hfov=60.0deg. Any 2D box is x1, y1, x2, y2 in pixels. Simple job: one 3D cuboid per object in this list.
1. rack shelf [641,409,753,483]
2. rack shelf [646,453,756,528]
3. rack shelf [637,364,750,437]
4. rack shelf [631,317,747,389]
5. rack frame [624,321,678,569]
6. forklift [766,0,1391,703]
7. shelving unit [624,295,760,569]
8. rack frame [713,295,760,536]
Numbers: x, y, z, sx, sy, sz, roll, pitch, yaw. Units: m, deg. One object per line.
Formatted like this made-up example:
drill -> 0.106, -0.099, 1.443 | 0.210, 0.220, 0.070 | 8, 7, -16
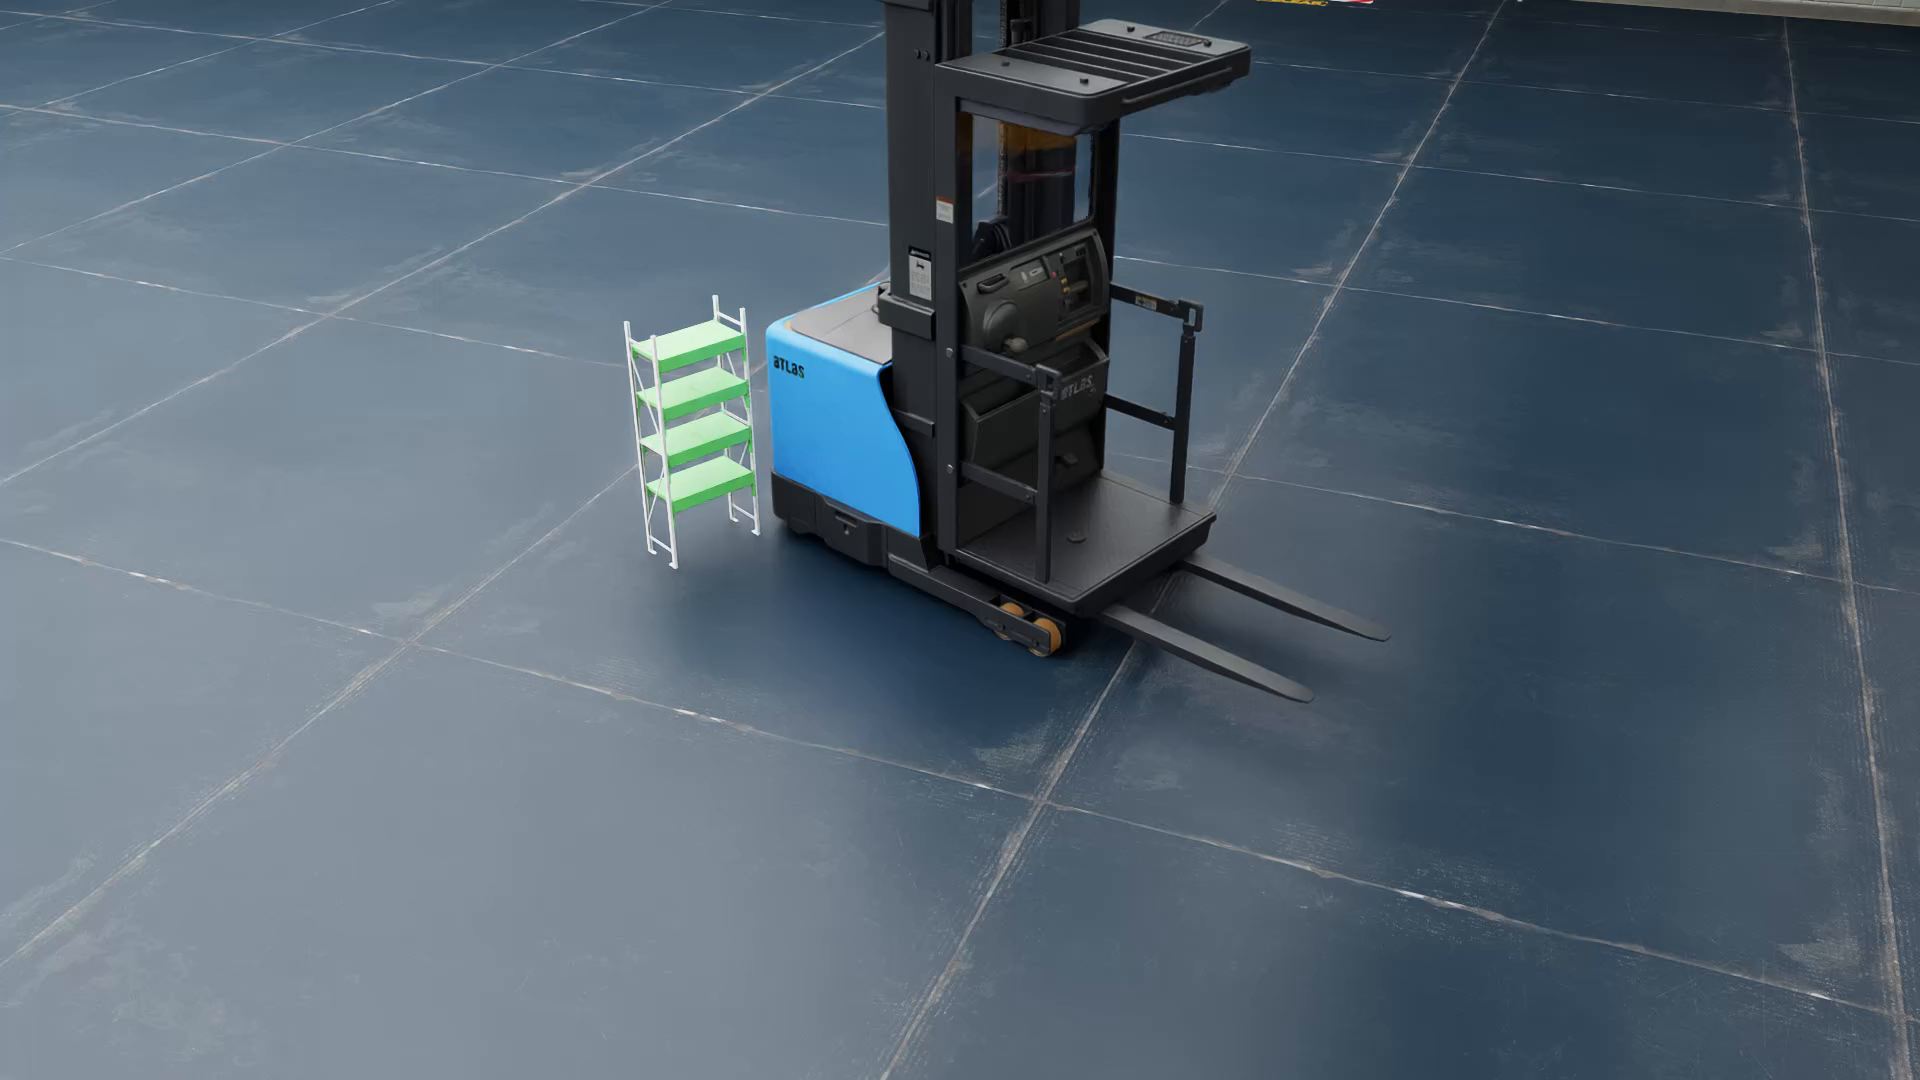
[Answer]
rack shelf -> -1.263, -0.454, 7.963 | 0.480, 0.148, 0.258 | -24, 37, -36
rack shelf -> -1.263, -0.245, 8.081 | 0.480, 0.148, 0.258 | -24, 37, -36
rack shelf -> -1.263, -0.663, 7.845 | 0.480, 0.148, 0.258 | -24, 37, -36
rack shelf -> -1.263, -0.871, 7.727 | 0.480, 0.148, 0.258 | -24, 37, -36
rack frame -> -1.443, -0.429, 7.789 | 0.015, 1.200, 0.240 | -24, 37, -36
forklift -> 0.492, -1.053, 7.134 | 3.031, 2.935, 1.130 | 24, 37, 36
shelving unit -> -1.263, -0.509, 7.932 | 0.503, 1.200, 0.258 | -24, 37, -36
rack frame -> -1.082, -0.590, 8.074 | 0.015, 1.200, 0.240 | -24, 37, -36
